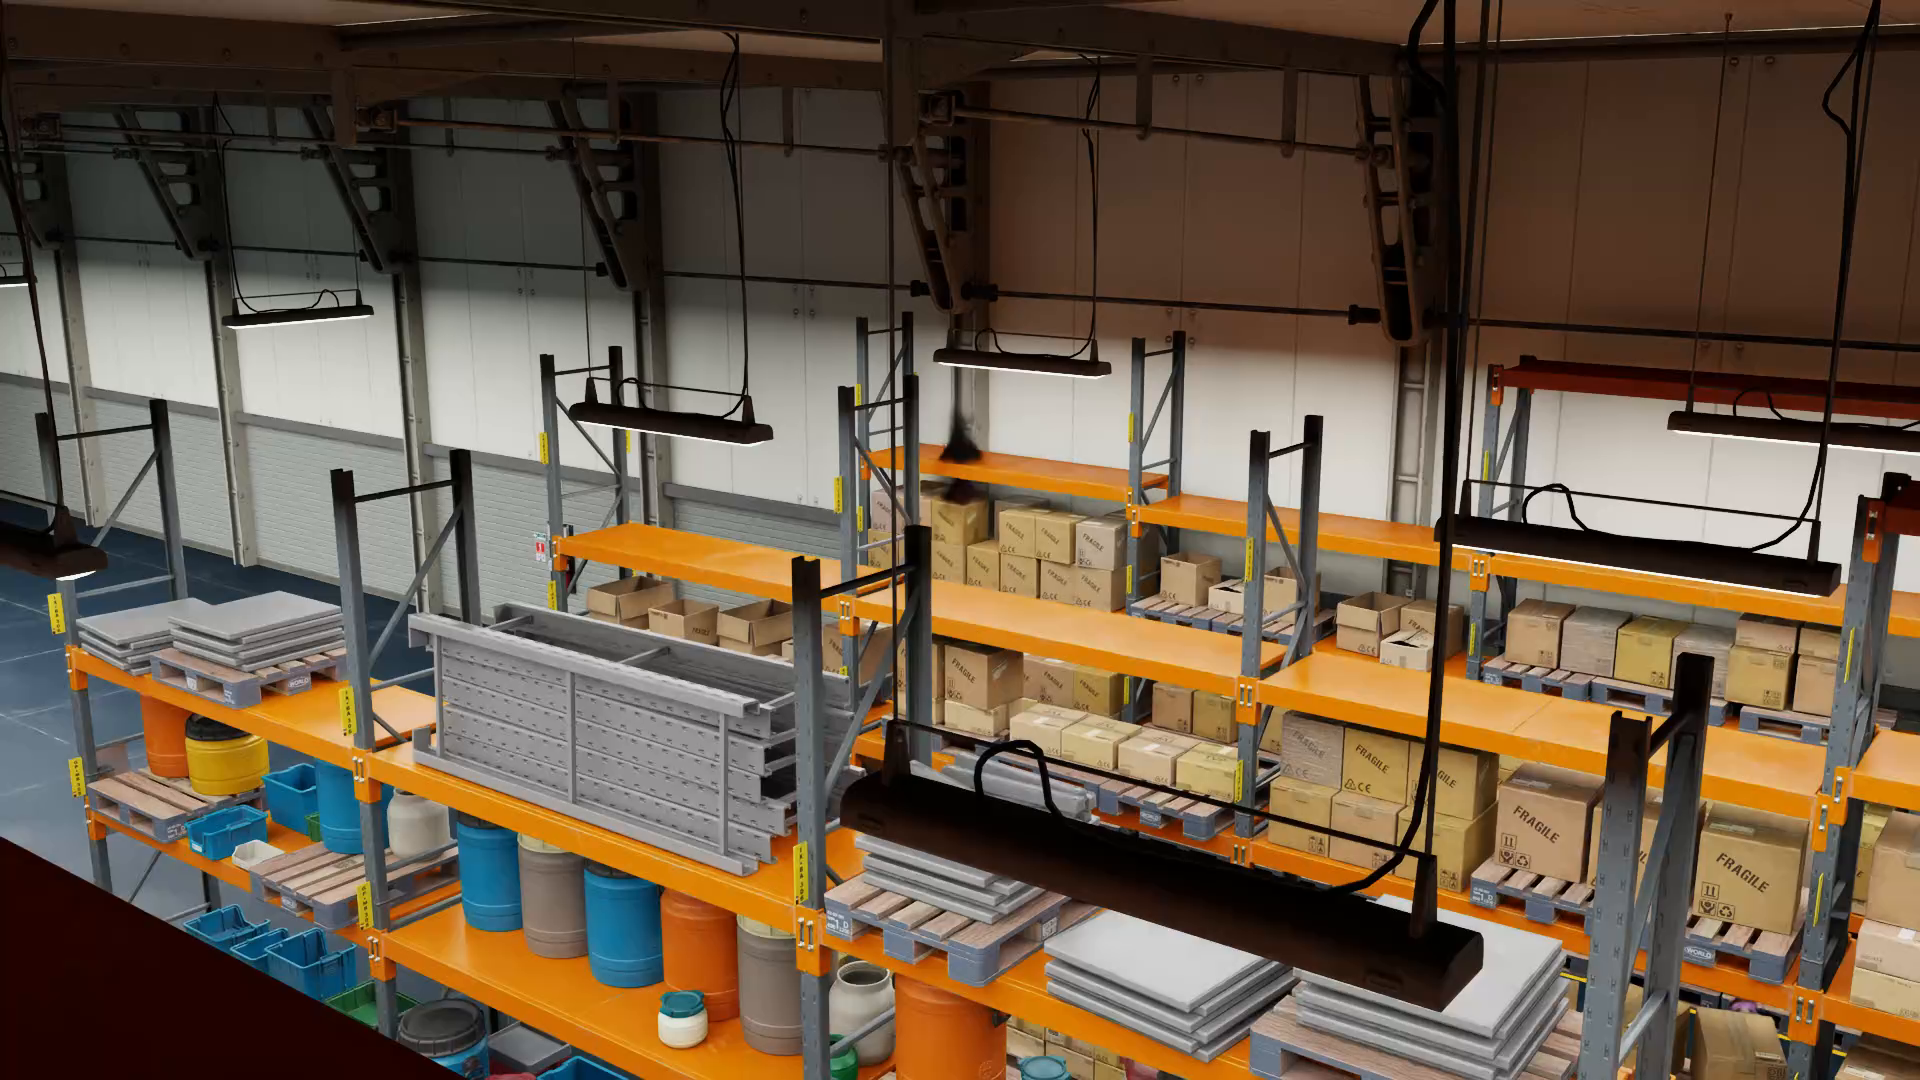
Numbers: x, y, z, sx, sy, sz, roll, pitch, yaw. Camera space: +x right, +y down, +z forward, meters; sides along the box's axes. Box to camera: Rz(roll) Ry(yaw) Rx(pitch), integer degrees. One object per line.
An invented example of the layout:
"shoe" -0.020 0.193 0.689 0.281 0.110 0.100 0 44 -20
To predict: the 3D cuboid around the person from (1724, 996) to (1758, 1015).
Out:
"person" 6.442 4.257 13.529 0.645 1.559 0.520 7 15 28
